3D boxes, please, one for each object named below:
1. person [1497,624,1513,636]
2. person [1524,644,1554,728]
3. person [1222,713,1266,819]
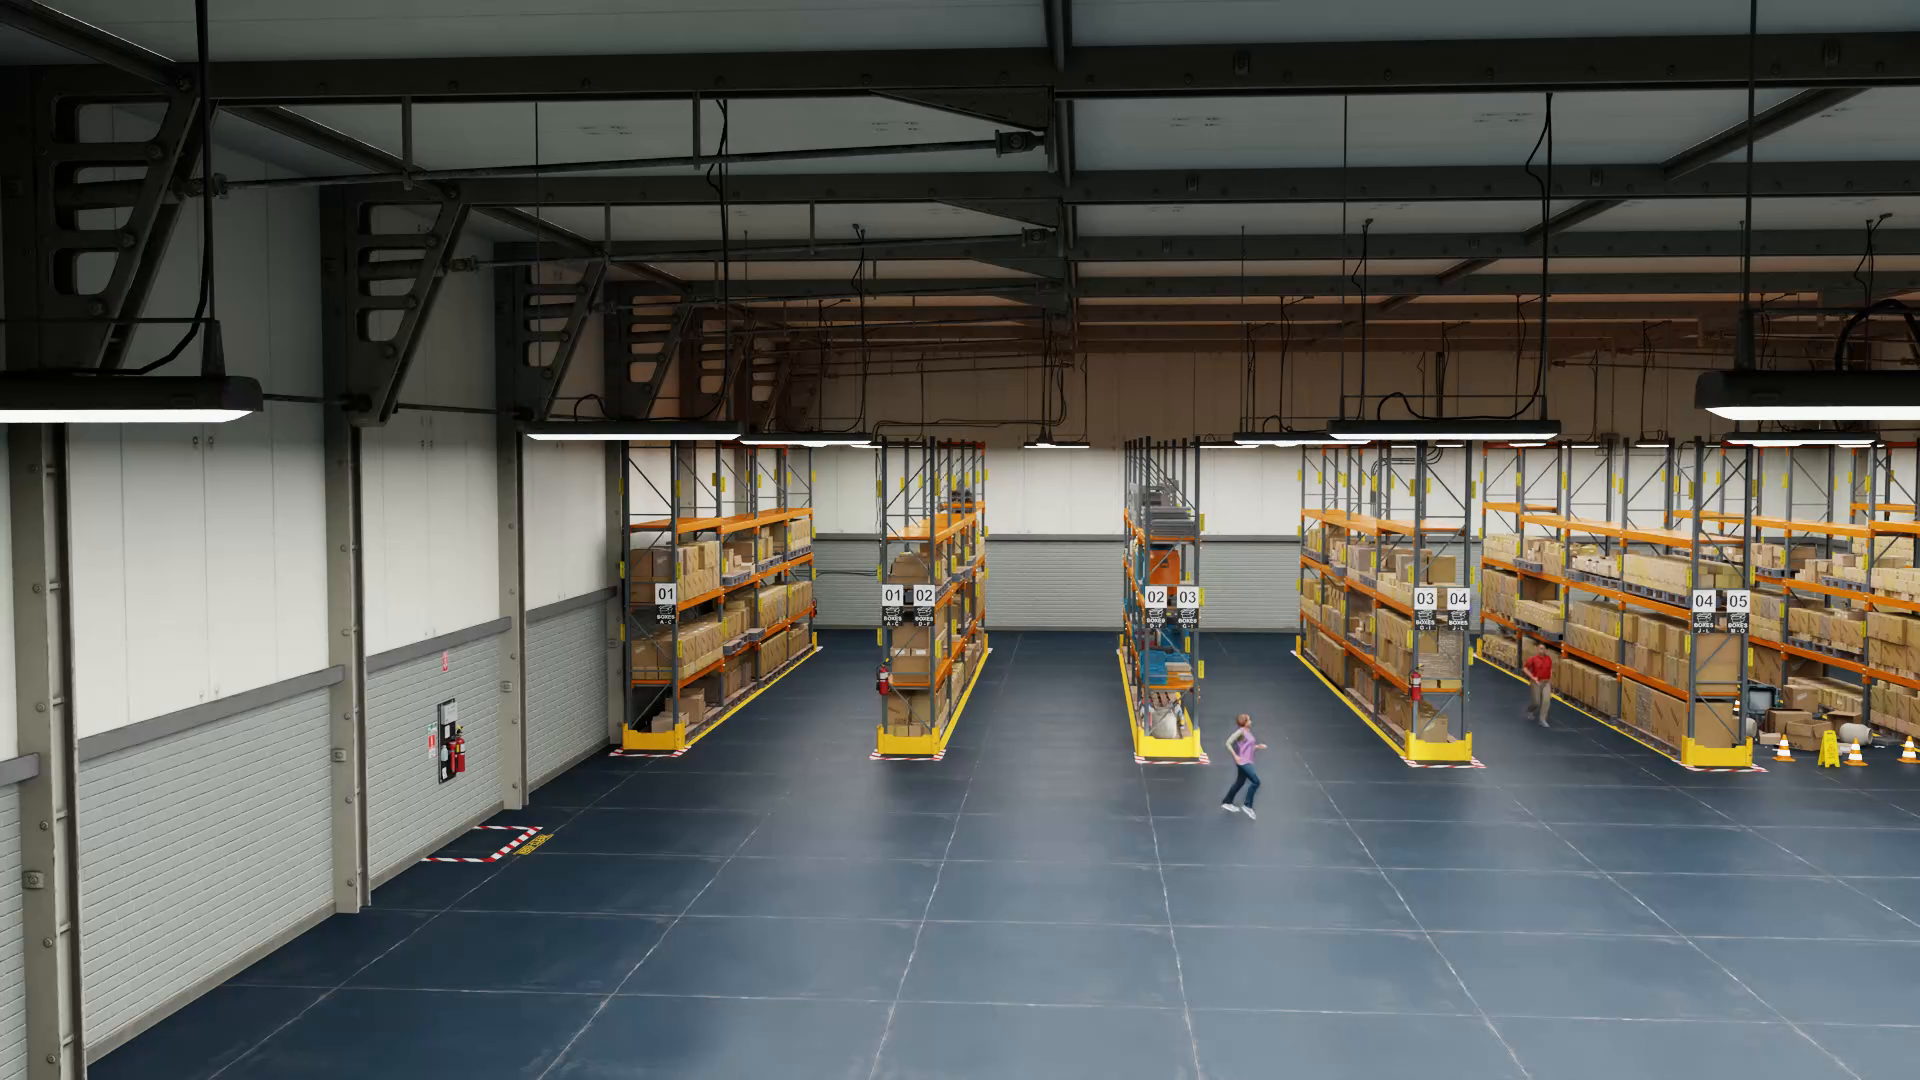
[{"bbox_3d":[15.651,2.296,47.496,0.909,1.750,0.684,0,3,5],"label":"person"},{"bbox_3d":[12.111,3.023,34.764,0.667,1.712,0.781,0,3,-5],"label":"person"},{"bbox_3d":[4.443,3.528,26.023,0.703,1.639,0.503,1,3,19],"label":"person"}]
